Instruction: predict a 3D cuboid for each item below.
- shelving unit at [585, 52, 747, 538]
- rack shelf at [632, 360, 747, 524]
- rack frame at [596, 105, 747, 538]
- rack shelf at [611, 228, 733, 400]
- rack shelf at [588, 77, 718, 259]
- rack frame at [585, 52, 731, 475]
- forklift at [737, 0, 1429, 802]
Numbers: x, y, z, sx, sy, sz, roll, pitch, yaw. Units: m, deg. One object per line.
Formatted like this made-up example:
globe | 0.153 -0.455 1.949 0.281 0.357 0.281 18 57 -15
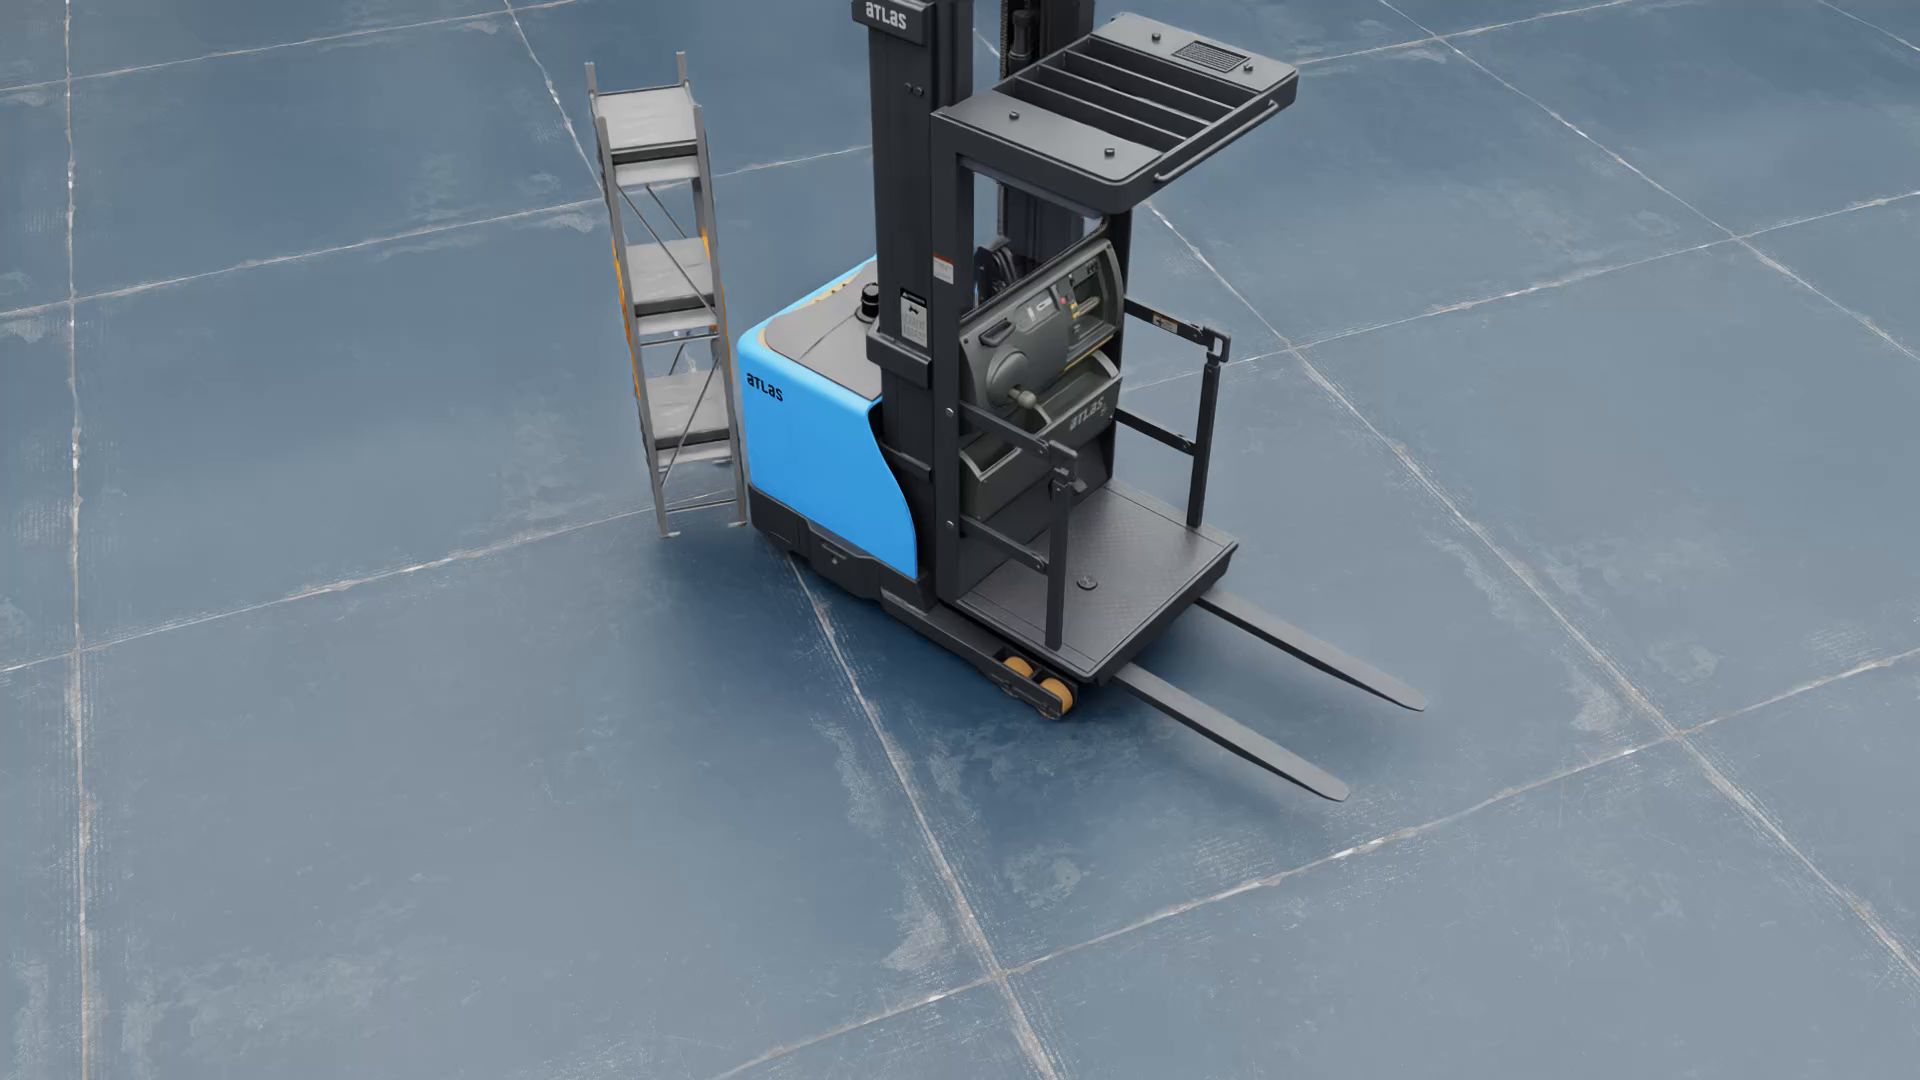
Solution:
shelving unit | -1.249 -0.995 7.215 0.431 2.100 0.503 -10 42 -11
rack shelf | -1.248 -0.454 7.680 0.431 0.518 0.480 -10 42 -11
rack frame | -1.187 -0.841 7.036 0.400 2.100 0.015 -10 42 -11
rack shelf | -1.249 -0.985 7.224 0.431 0.518 0.480 -10 42 -11
rack shelf | -1.249 -1.516 6.768 0.431 0.518 0.480 -10 42 -11
rack frame | -1.311 -1.149 7.394 0.400 2.100 0.015 -10 42 -11
forklift | 0.488 -0.771 6.317 3.031 2.935 1.130 29 48 29
